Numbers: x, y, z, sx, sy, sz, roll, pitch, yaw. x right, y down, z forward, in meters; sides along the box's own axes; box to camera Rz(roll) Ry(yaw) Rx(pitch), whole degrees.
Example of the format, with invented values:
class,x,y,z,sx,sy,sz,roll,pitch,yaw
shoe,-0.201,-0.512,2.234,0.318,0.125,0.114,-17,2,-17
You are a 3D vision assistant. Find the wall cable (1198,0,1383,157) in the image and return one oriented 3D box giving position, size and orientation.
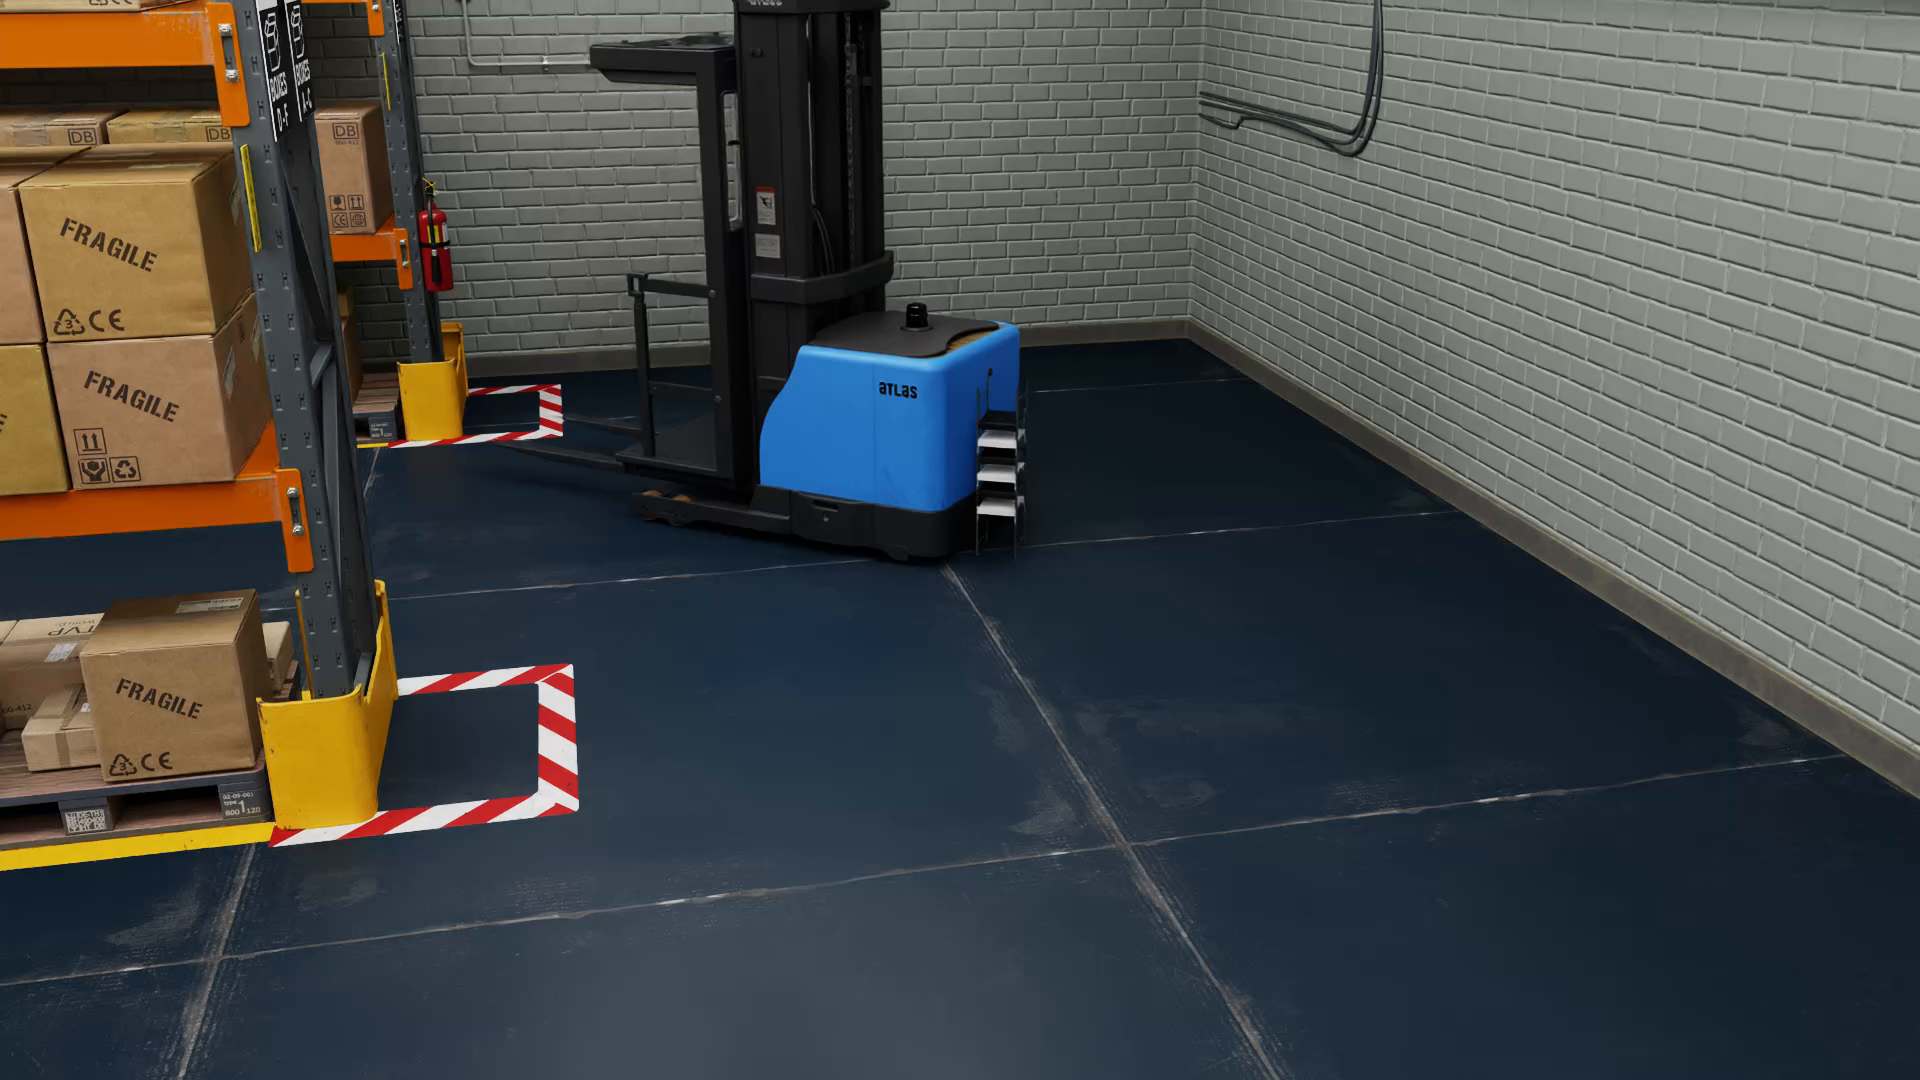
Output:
class,x,y,z,sx,sy,sz,roll,pitch,yaw
wall cable,2.094,-3.920,10.948,0.112,2.526,3.097,-5,21,-12

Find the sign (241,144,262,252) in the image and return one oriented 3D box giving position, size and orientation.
class,x,y,z,sx,sy,sz,roll,pitch,yaw
sign,-2.241,-1.080,5.260,0.005,0.325,0.100,-5,21,-12

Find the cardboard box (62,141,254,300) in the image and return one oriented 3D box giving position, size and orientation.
class,x,y,z,sx,sy,sz,roll,pitch,yaw
cardboard box,-2.842,-1.145,5.981,0.500,0.500,0.500,-4,20,-11

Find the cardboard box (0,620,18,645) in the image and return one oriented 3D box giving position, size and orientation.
class,x,y,z,sx,sy,sz,roll,pitch,yaw
cardboard box,-3.917,0.536,6.348,0.500,0.250,0.500,-5,21,-12

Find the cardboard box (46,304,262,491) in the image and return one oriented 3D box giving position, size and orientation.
class,x,y,z,sx,sy,sz,roll,pitch,yaw
cardboard box,-2.722,-0.496,5.662,0.500,0.500,0.500,-4,20,-11

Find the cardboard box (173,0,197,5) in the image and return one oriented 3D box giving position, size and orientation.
class,x,y,z,sx,sy,sz,roll,pitch,yaw
cardboard box,-2.907,-1.958,5.656,0.500,0.250,0.500,-5,21,-12

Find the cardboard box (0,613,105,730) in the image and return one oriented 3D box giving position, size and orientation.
class,x,y,z,sx,sy,sz,roll,pitch,yaw
cardboard box,-3.430,0.497,6.456,0.500,0.250,0.500,-5,21,-12

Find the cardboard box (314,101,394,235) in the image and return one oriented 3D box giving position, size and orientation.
class,x,y,z,sx,sy,sz,roll,pitch,yaw
cardboard box,-3.987,-2.330,10.380,0.700,0.700,0.980,-4,20,-10

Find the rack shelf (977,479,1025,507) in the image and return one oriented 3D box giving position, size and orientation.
class,x,y,z,sx,sy,sz,roll,pitch,yaw
rack shelf,0.215,-0.251,8.550,0.200,0.077,0.258,5,21,14

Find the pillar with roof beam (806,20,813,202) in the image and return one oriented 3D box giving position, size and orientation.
class,x,y,z,sx,sy,sz,roll,pitch,yaw
pillar with roof beam,-0.073,-4.113,6.959,0.400,9.000,9.100,-5,21,-12

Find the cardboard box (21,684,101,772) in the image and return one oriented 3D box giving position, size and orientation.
class,x,y,z,sx,sy,sz,roll,pitch,yaw
cardboard box,-3.236,0.676,6.088,0.250,0.166,0.380,-5,21,-12

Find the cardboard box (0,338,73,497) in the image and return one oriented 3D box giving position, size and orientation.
class,x,y,z,sx,sy,sz,roll,pitch,yaw
cardboard box,-3.226,-0.454,5.547,0.500,0.500,0.500,-4,21,-12

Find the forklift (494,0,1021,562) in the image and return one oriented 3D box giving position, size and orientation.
class,x,y,z,sx,sy,sz,roll,pitch,yaw
forklift,-1.220,-1.601,8.924,3.031,2.935,1.130,10,22,25

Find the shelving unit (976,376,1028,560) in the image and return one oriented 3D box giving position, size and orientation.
class,x,y,z,sx,sy,sz,roll,pitch,yaw
shelving unit,0.215,-0.367,8.507,0.210,0.900,0.258,5,21,14

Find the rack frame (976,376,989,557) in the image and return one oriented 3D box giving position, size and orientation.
class,x,y,z,sx,sy,sz,roll,pitch,yaw
rack frame,0.116,-0.375,8.531,0.006,0.900,0.240,5,21,14

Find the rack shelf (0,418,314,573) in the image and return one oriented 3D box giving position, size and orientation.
class,x,y,z,sx,sy,sz,roll,pitch,yaw
rack shelf,-4.295,-0.079,5.716,4.000,0.370,1.077,-5,21,-12

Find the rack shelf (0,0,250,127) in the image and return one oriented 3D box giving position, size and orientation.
class,x,y,z,sx,sy,sz,roll,pitch,yaw
rack shelf,-4.295,-1.488,5.200,4.000,0.370,1.077,-5,21,-12

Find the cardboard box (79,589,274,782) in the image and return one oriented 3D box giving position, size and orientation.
class,x,y,z,sx,sy,sz,roll,pitch,yaw
cardboard box,-2.822,0.517,6.036,0.500,0.500,0.500,-5,21,-12

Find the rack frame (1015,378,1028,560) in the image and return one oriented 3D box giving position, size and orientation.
class,x,y,z,sx,sy,sz,roll,pitch,yaw
rack frame,0.313,-0.358,8.484,0.006,0.900,0.240,5,21,14

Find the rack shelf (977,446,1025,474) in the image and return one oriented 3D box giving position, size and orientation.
class,x,y,z,sx,sy,sz,roll,pitch,yaw
rack shelf,0.215,-0.420,8.488,0.200,0.077,0.258,5,21,14

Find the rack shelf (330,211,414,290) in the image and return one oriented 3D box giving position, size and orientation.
class,x,y,z,sx,sy,sz,roll,pitch,yaw
rack shelf,-5.439,-1.737,10.242,4.000,0.370,1.077,-5,21,-12

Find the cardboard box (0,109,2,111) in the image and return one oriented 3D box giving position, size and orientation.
class,x,y,z,sx,sy,sz,roll,pitch,yaw
cardboard box,-6.142,-2.151,9.890,0.700,0.700,0.980,-5,21,-14

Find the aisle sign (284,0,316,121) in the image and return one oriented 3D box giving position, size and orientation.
class,x,y,z,sx,sy,sz,roll,pitch,yaw
aisle sign,-2.350,-1.900,5.861,0.004,0.787,0.394,-5,21,-12

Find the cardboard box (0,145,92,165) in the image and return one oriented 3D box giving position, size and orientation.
class,x,y,z,sx,sy,sz,roll,pitch,yaw
cardboard box,-3.349,-1.101,5.861,0.500,0.500,0.500,-4,21,-12

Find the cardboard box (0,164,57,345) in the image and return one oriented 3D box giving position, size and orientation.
class,x,y,z,sx,sy,sz,roll,pitch,yaw
cardboard box,-3.210,-0.924,5.378,0.500,0.500,0.500,-4,21,-11

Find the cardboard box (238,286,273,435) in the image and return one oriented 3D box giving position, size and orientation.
class,x,y,z,sx,sy,sz,roll,pitch,yaw
cardboard box,-2.842,-0.676,6.153,0.500,0.500,0.500,-4,21,-11

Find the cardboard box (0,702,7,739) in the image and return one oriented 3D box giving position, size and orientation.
class,x,y,z,sx,sy,sz,roll,pitch,yaw
cardboard box,-3.753,0.700,5.902,0.500,0.250,0.500,-5,21,-12

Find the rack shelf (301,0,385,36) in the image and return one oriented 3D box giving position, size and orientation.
class,x,y,z,sx,sy,sz,roll,pitch,yaw
rack shelf,-5.439,-3.146,9.726,4.000,0.370,1.077,-5,21,-12

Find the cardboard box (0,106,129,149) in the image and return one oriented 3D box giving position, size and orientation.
class,x,y,z,sx,sy,sz,roll,pitch,yaw
cardboard box,-5.436,-2.212,10.056,0.700,0.700,0.980,-6,21,-15

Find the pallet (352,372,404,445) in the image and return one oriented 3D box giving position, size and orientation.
class,x,y,z,sx,sy,sz,roll,pitch,yaw
pallet,-4.253,-0.834,10.786,1.213,0.211,1.003,-5,21,-12

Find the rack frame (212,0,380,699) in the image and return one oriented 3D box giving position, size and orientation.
class,x,y,z,sx,sy,sz,roll,pitch,yaw
rack frame,-2.349,-0.575,6.025,0.127,3.000,1.000,-5,21,-12

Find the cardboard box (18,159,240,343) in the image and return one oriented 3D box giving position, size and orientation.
class,x,y,z,sx,sy,sz,roll,pitch,yaw
cardboard box,-2.719,-0.965,5.488,0.500,0.500,0.500,-5,21,-13

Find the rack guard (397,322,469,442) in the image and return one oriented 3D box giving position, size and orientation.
class,x,y,z,sx,sy,sz,roll,pitch,yaw
rack guard,-3.469,-1.062,10.986,0.348,0.500,1.175,-5,21,-12

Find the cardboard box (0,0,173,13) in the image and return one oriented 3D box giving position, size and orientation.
class,x,y,z,sx,sy,sz,roll,pitch,yaw
cardboard box,-2.788,-1.785,5.183,0.500,0.250,0.500,-5,21,-12

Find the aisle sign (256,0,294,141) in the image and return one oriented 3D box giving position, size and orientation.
class,x,y,z,sx,sy,sz,roll,pitch,yaw
aisle sign,-2.212,-1.699,5.312,0.004,0.787,0.394,-5,21,-12

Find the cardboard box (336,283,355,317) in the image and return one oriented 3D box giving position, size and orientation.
class,x,y,z,sx,sy,sz,roll,pitch,yaw
cardboard box,-4.075,-1.549,10.764,0.250,0.149,0.380,-5,21,-12

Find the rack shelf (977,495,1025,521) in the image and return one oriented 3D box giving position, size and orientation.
class,x,y,z,sx,sy,sz,roll,pitch,yaw
rack shelf,0.215,-0.166,8.581,0.200,0.077,0.258,5,21,14

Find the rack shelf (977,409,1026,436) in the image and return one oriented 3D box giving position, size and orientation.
class,x,y,z,sx,sy,sz,roll,pitch,yaw
rack shelf,0.215,-0.589,8.426,0.200,0.077,0.258,5,21,14

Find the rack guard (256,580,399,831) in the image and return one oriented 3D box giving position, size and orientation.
class,x,y,z,sx,sy,sz,roll,pitch,yaw
rack guard,-2.423,0.604,6.438,0.348,0.500,1.175,-5,21,-12

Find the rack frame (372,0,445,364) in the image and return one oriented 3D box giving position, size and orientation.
class,x,y,z,sx,sy,sz,roll,pitch,yaw
rack frame,-3.493,-2.233,10.550,0.127,3.000,1.000,-5,21,-12

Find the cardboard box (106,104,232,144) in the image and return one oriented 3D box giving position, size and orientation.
class,x,y,z,sx,sy,sz,roll,pitch,yaw
cardboard box,-4.692,-2.269,10.212,0.700,0.700,0.980,-5,21,-13

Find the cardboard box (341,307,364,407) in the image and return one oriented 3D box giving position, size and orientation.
class,x,y,z,sx,sy,sz,roll,pitch,yaw
cardboard box,-4.151,-1.168,10.666,0.500,0.500,0.700,-5,21,-12

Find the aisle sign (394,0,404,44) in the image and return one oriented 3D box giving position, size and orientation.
class,x,y,z,sx,sy,sz,roll,pitch,yaw
aisle sign,-3.354,-3.359,9.845,0.004,0.787,0.394,-5,21,-12

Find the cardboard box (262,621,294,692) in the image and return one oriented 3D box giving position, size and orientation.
class,x,y,z,sx,sy,sz,roll,pitch,yaw
cardboard box,-2.836,0.475,6.663,0.250,0.149,0.380,-5,21,-12

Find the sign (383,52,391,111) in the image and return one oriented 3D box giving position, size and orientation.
class,x,y,z,sx,sy,sz,roll,pitch,yaw
sign,-3.381,-2.706,9.812,0.005,0.325,0.100,-5,21,-12

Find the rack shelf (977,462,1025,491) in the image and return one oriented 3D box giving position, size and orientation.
class,x,y,z,sx,sy,sz,roll,pitch,yaw
rack shelf,0.215,-0.335,8.519,0.200,0.077,0.258,5,21,14

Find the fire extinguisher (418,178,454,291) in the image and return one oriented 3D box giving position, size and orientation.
class,x,y,z,sx,sy,sz,roll,pitch,yaw
fire extinguisher,-3.240,-1.879,10.239,0.183,0.674,0.296,-5,21,-12

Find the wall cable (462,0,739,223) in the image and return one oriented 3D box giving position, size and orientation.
class,x,y,z,sx,sy,sz,roll,pitch,yaw
wall cable,-2.464,-3.128,11.517,1.851,1.984,0.084,-5,21,-12

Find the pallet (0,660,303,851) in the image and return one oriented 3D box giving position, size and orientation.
class,x,y,z,sx,sy,sz,roll,pitch,yaw
pallet,-3.199,0.803,6.315,1.213,0.211,1.003,-5,21,-12

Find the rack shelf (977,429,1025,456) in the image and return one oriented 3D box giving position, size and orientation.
class,x,y,z,sx,sy,sz,roll,pitch,yaw
rack shelf,0.215,-0.504,8.457,0.200,0.077,0.258,5,21,14
